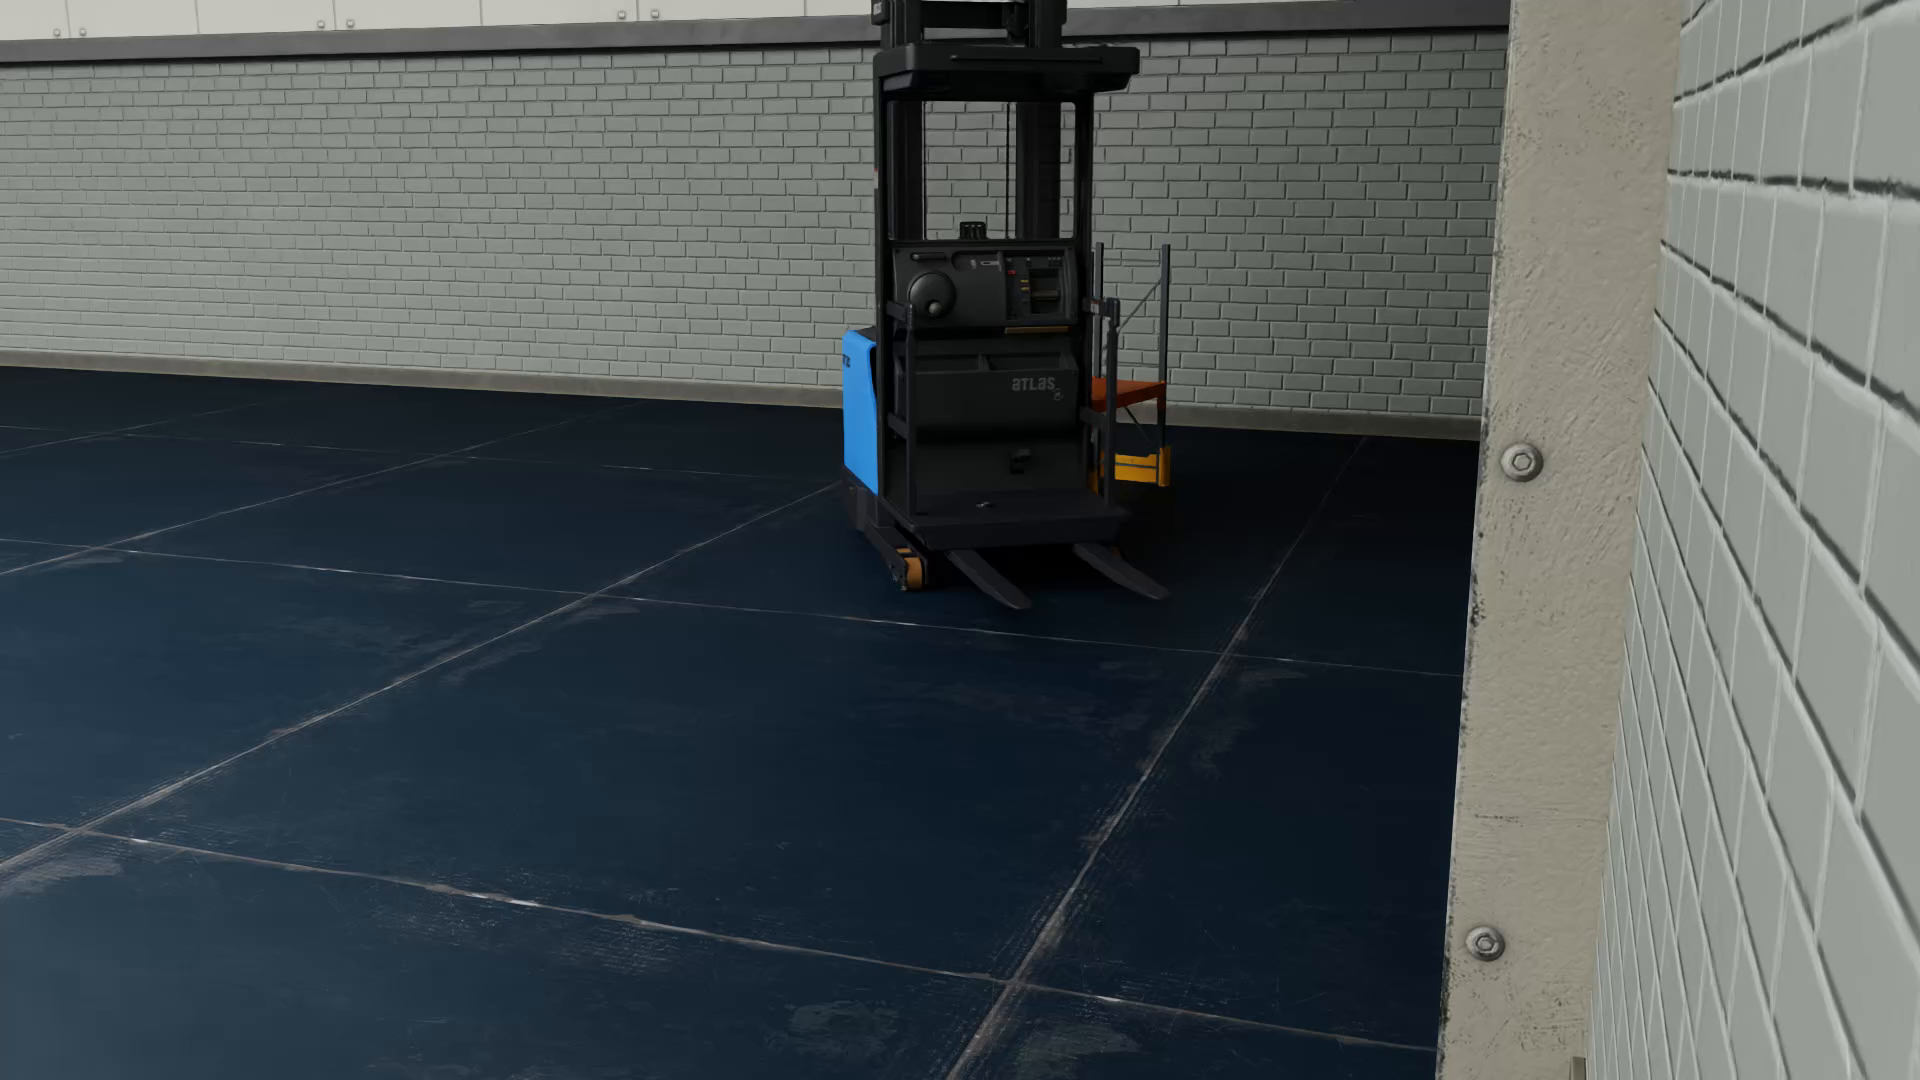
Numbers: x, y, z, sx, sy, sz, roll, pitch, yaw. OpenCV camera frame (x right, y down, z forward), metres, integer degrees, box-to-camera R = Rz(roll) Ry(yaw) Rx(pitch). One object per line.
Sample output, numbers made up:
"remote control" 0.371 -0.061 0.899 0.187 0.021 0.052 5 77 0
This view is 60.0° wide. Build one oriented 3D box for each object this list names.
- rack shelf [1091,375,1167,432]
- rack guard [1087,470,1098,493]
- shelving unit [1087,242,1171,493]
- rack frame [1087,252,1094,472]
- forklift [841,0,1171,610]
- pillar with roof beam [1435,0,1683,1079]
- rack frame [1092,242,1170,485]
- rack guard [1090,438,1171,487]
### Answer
"rack shelf" 0.803 -0.839 10.105 0.538 0.185 1.000 8 15 31
"rack guard" 0.536 -0.309 9.784 0.587 0.250 0.087 8 15 31
"shelving unit" 0.799 -1.012 10.058 0.587 1.500 1.083 8 15 31
"rack frame" 0.535 -0.918 9.644 0.500 1.500 0.032 8 15 31
"forklift" 0.183 -1.278 8.005 1.130 2.935 3.031 -3 13 -14
"pillar with roof beam" -2.825 -3.506 4.132 9.100 9.000 0.400 4 14 18
"rack frame" 1.071 -1.110 10.486 0.500 1.500 0.032 8 15 31
"rack guard" 1.061 -0.497 10.609 0.587 0.250 0.087 8 15 31
